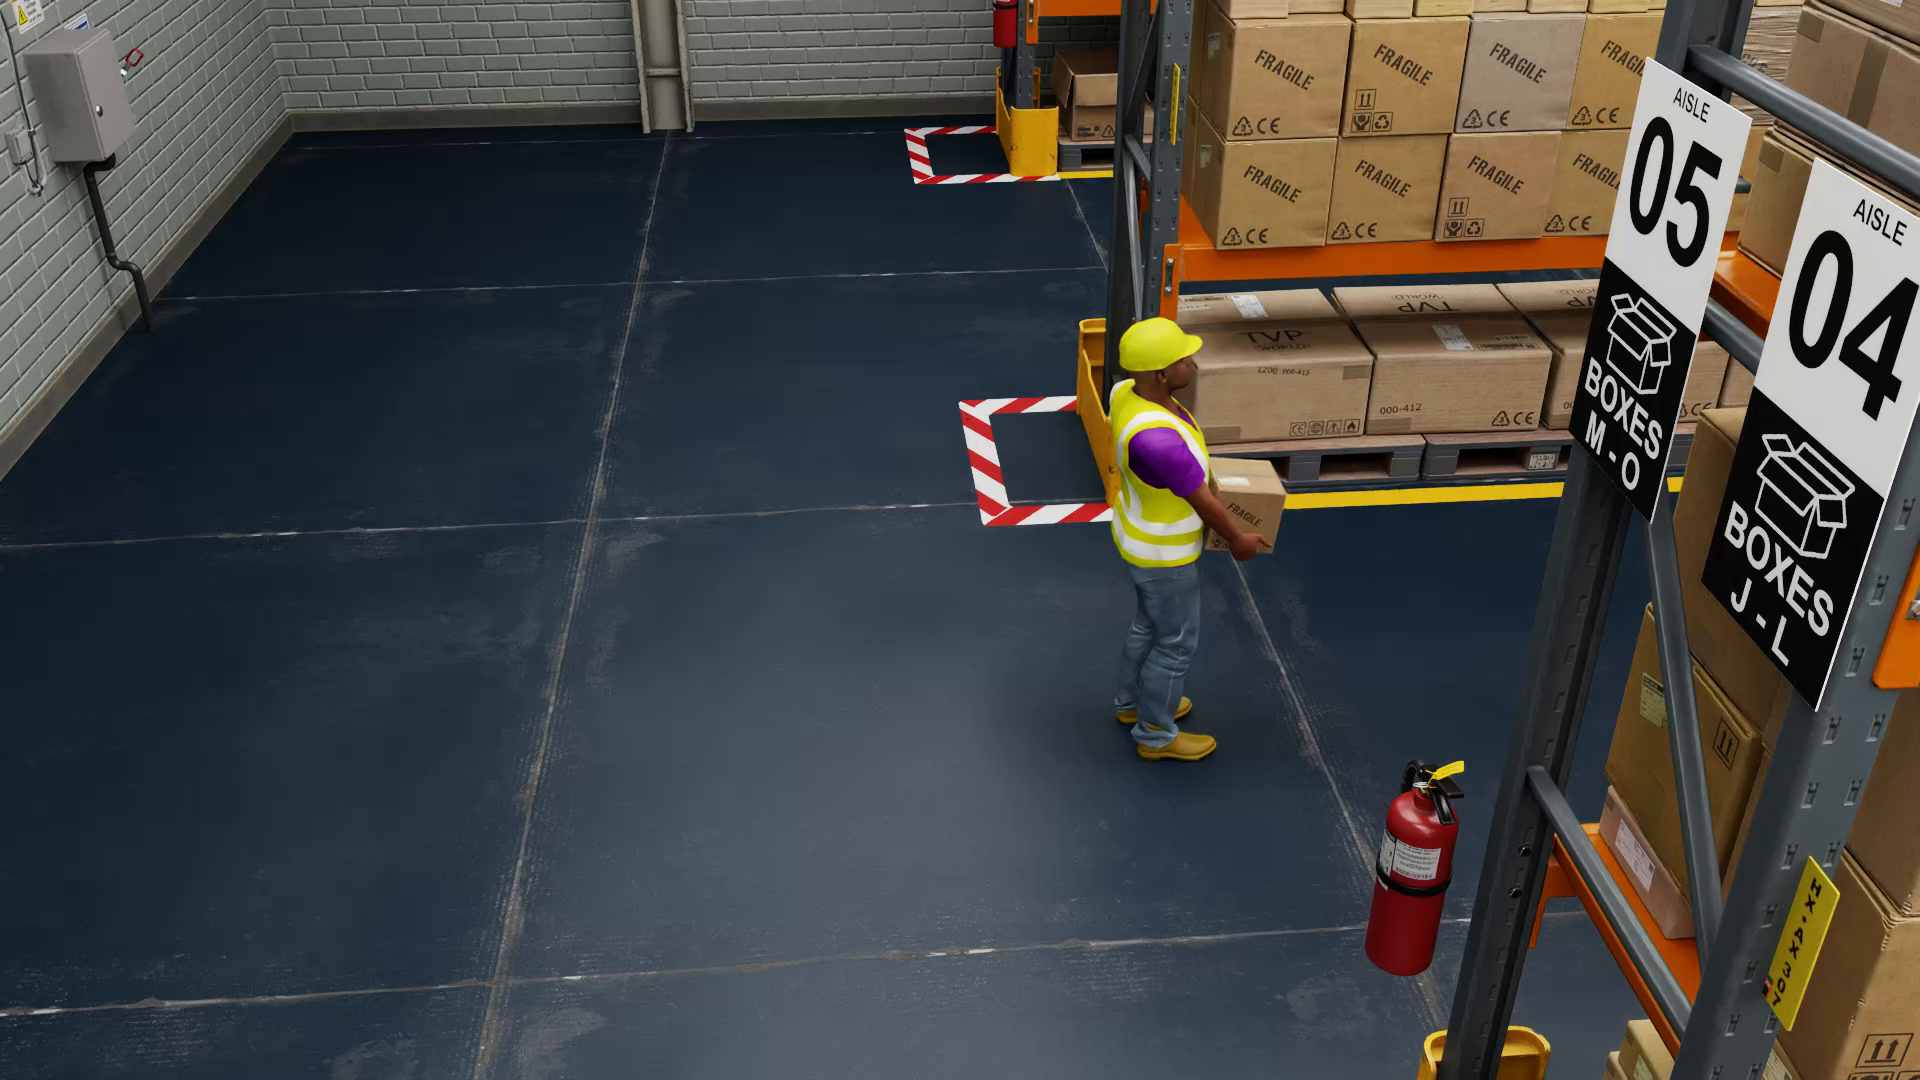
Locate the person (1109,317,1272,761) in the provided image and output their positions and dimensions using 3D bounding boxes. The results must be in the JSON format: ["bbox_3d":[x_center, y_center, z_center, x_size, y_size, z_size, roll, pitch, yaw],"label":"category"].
[{"bbox_3d":[0.822,0.003,6.111,0.577,1.760,0.503,-2,31,-4],"label":"person"}]
